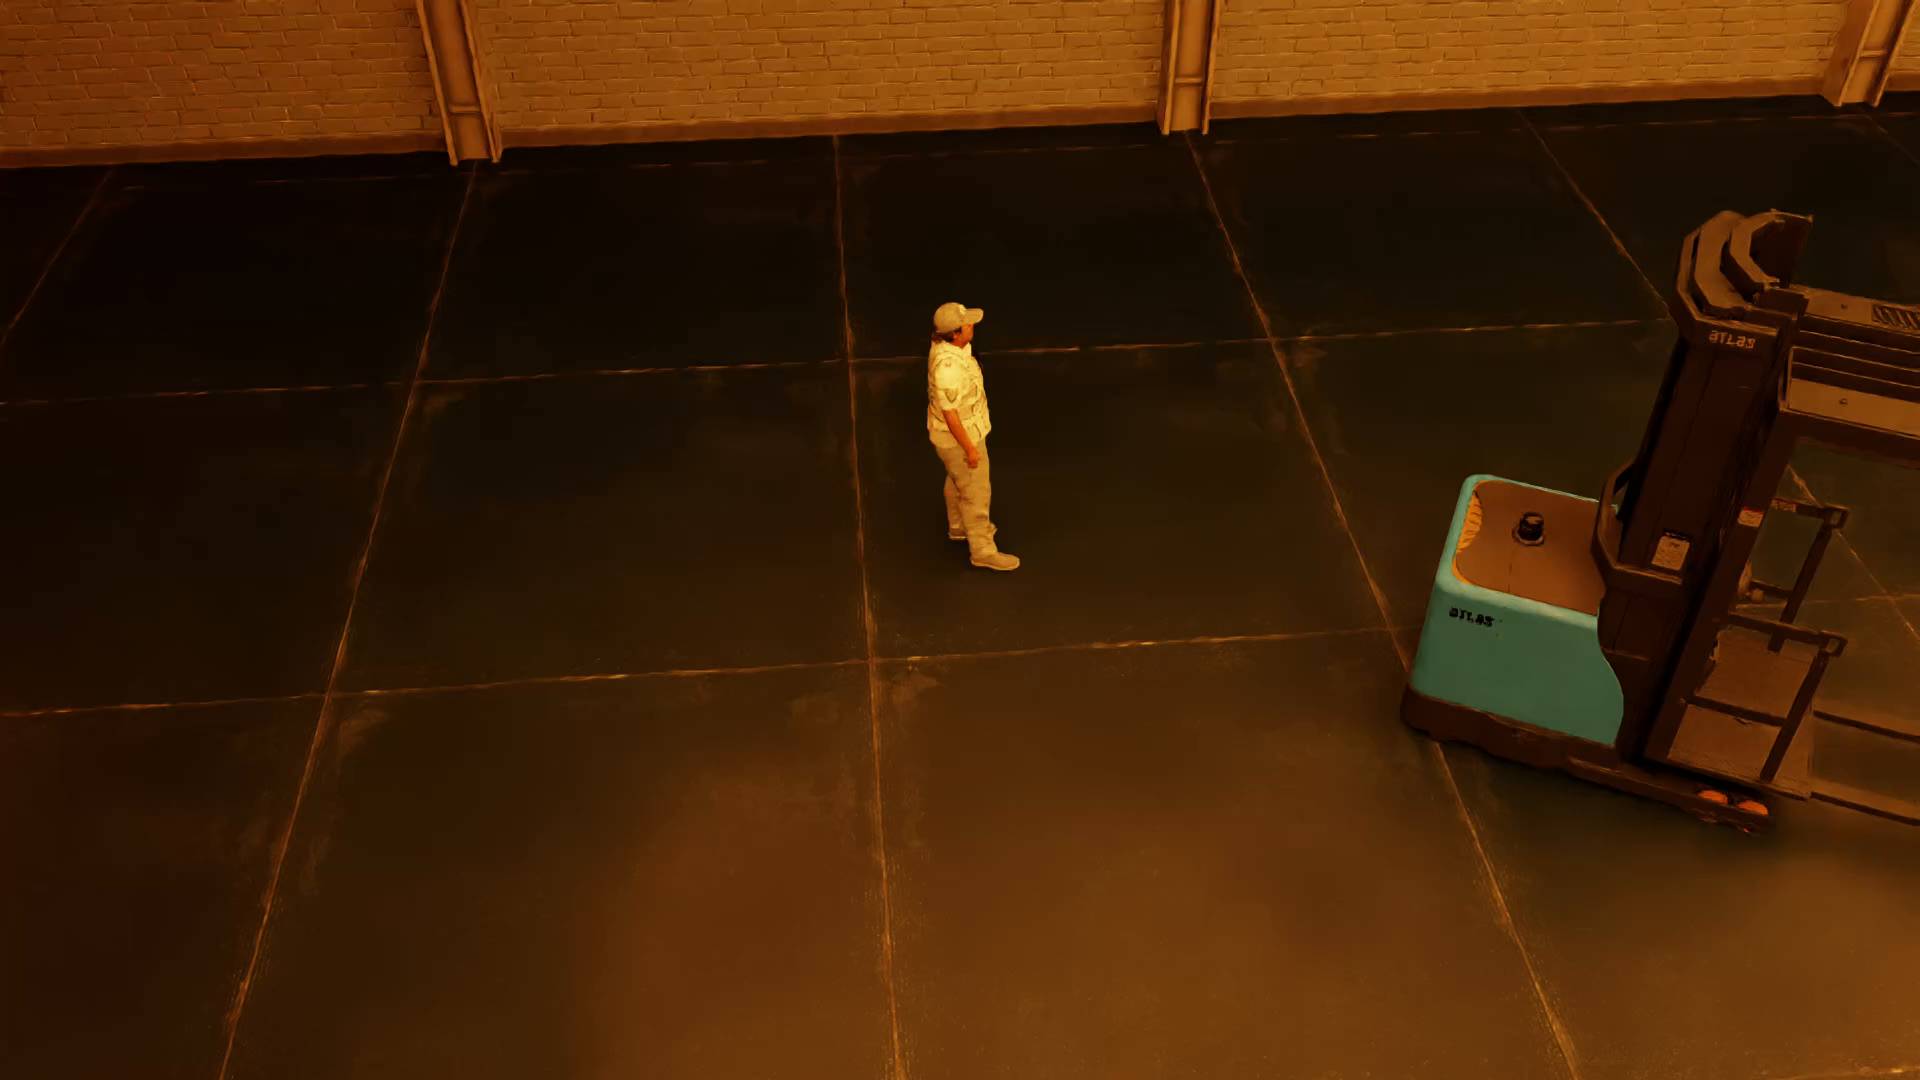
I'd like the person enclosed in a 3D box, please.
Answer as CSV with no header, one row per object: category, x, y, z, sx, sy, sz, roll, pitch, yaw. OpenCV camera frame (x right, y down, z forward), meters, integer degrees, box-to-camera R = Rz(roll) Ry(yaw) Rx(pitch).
person,0.078,-0.629,9.634,0.529,1.669,0.598,-3,41,-4

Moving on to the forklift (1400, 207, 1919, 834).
forklift,3.945,-0.020,7.961,3.031,2.935,1.130,15,43,17
